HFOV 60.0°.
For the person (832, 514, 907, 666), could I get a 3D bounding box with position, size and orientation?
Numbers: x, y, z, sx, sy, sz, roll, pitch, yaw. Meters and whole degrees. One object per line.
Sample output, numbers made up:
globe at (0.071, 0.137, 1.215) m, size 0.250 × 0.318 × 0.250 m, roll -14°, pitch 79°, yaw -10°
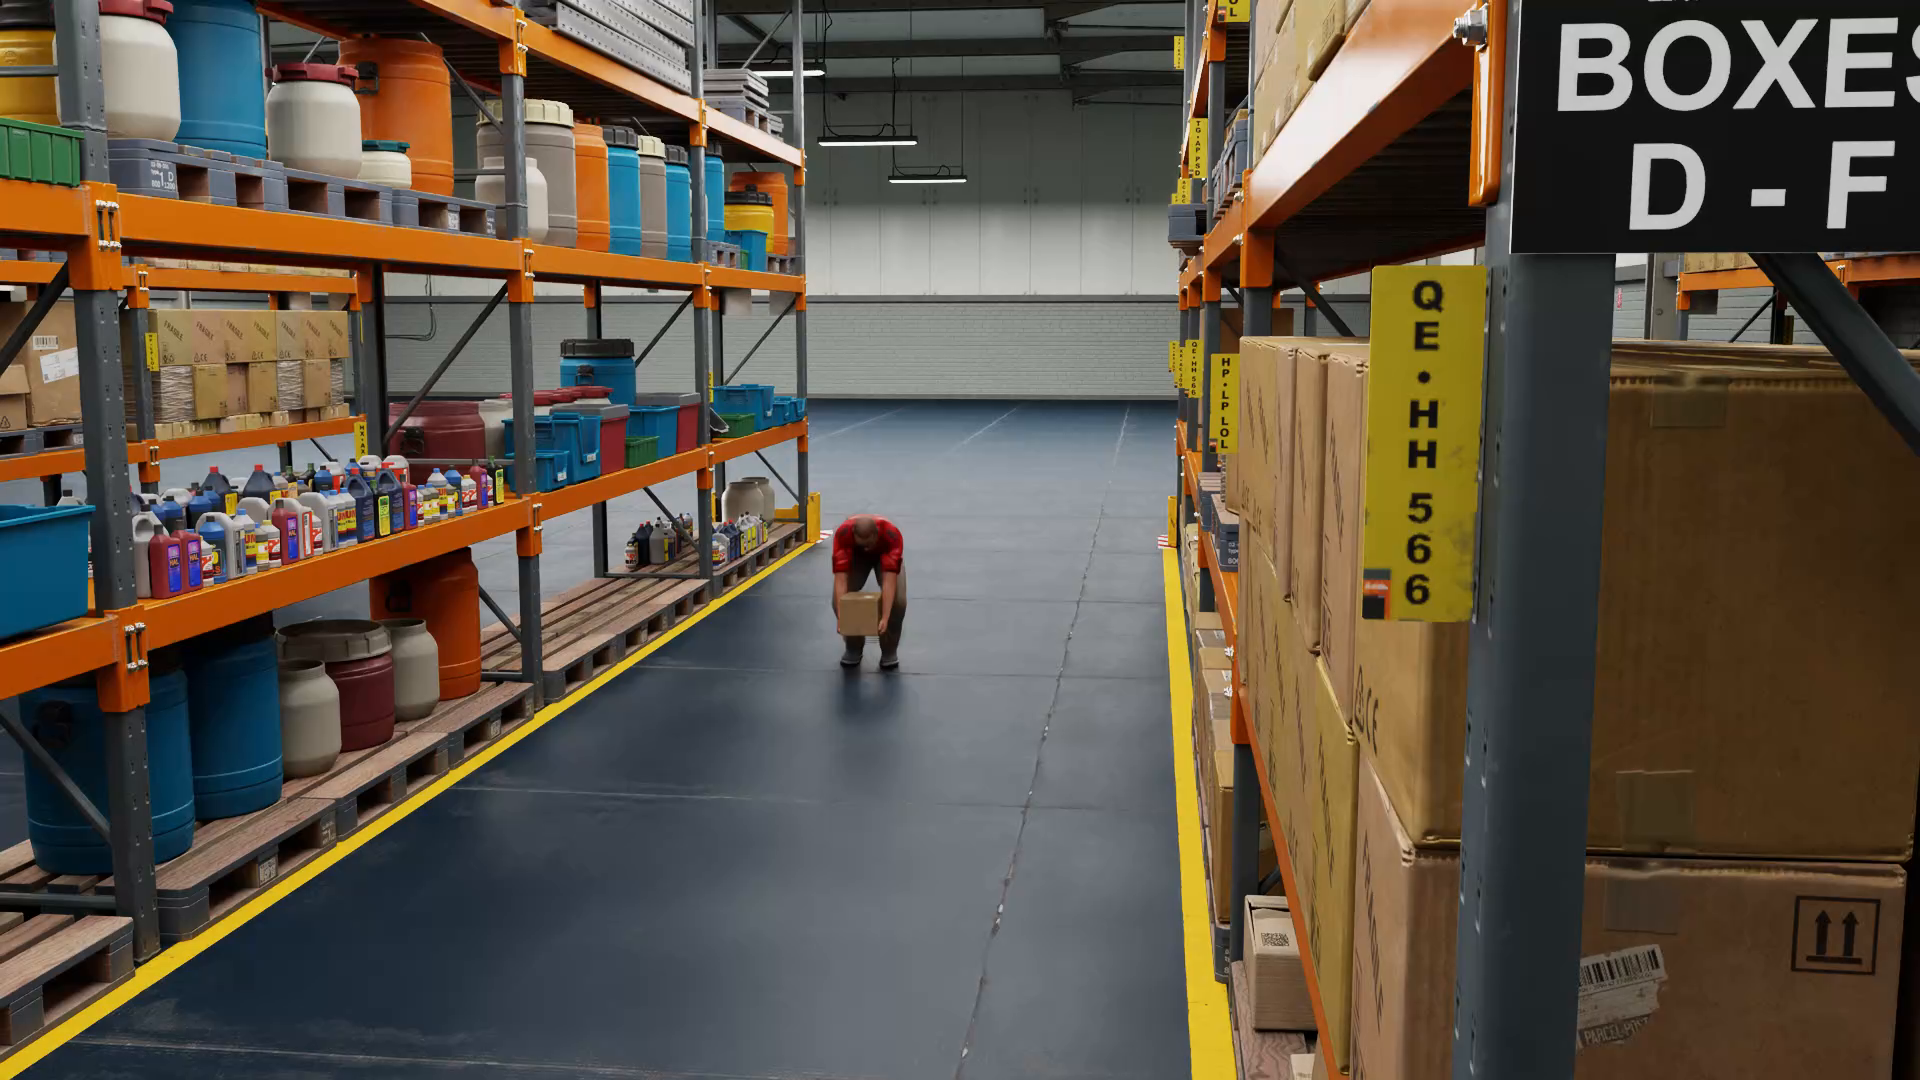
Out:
person at (-0.626, 0.332, 11.302) m, size 0.515 × 1.087 × 0.942 m, roll 0°, pitch 8°, yaw 3°
